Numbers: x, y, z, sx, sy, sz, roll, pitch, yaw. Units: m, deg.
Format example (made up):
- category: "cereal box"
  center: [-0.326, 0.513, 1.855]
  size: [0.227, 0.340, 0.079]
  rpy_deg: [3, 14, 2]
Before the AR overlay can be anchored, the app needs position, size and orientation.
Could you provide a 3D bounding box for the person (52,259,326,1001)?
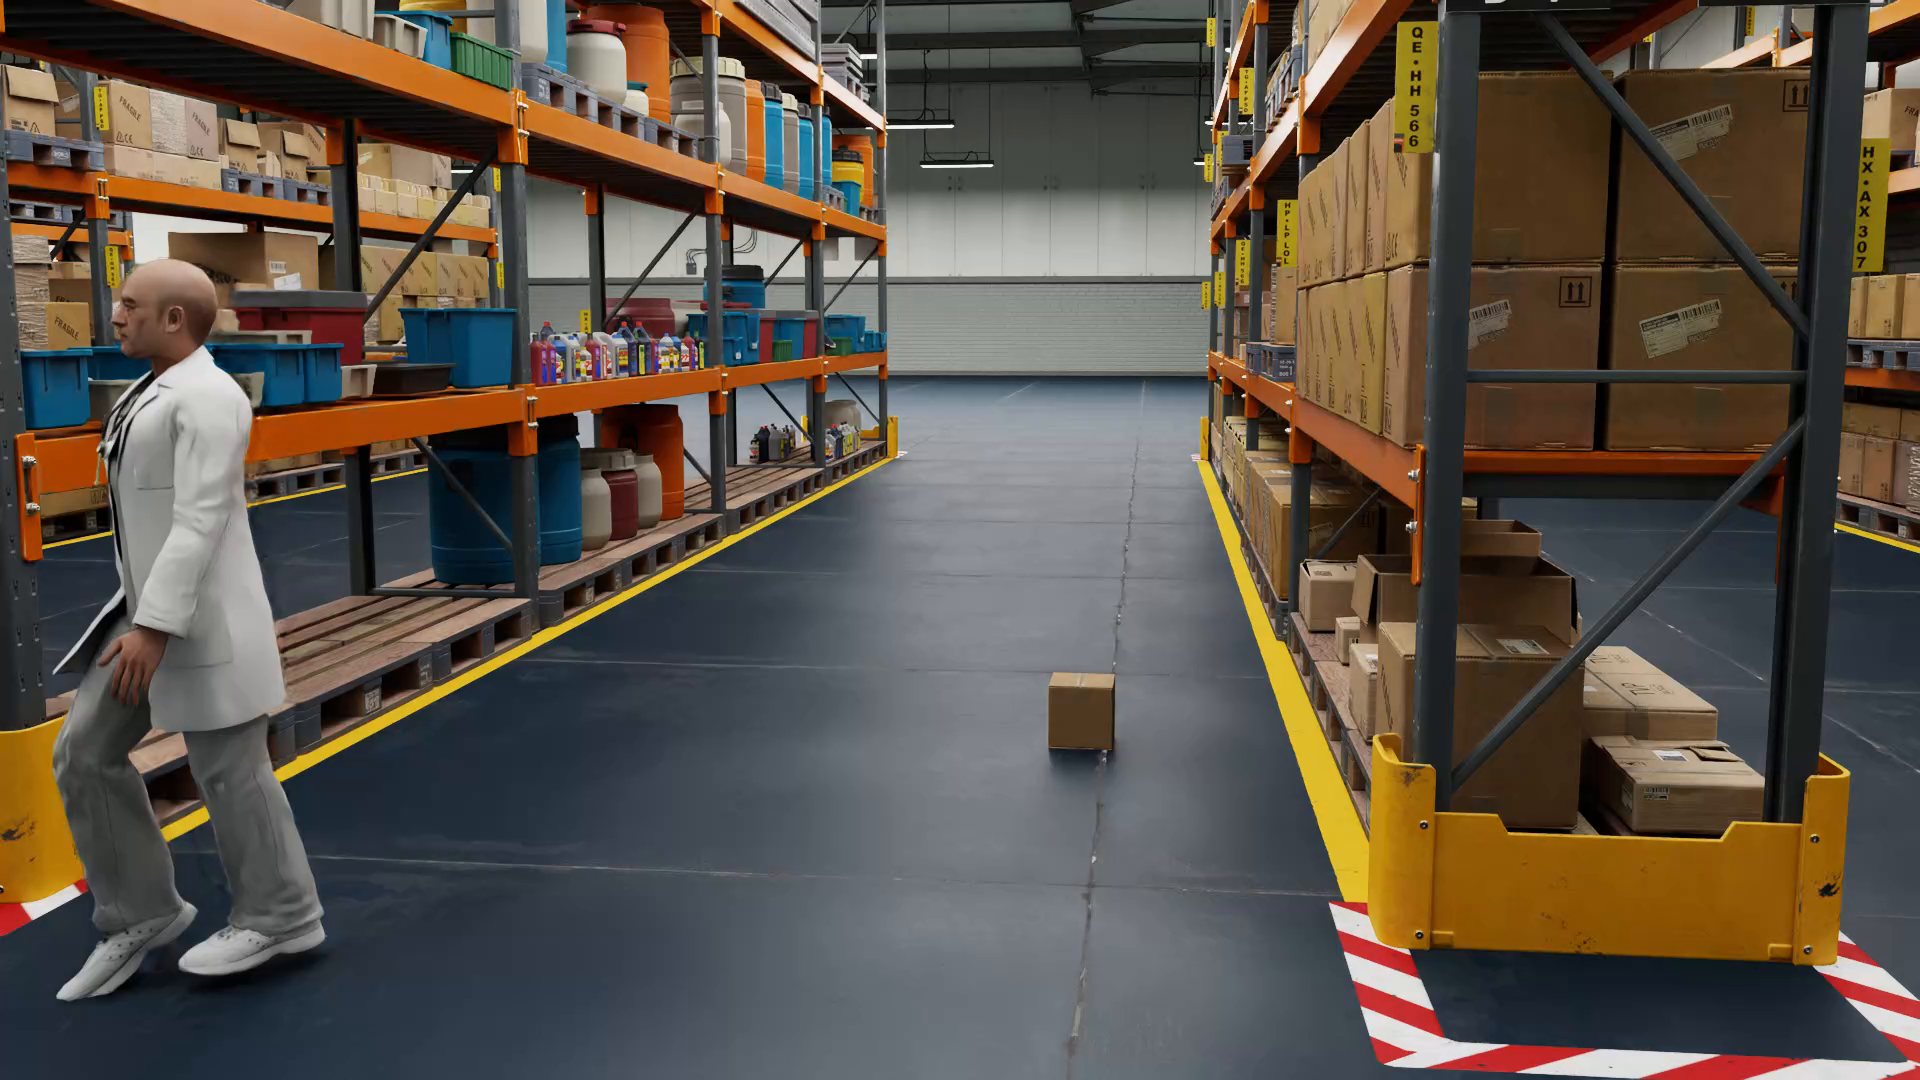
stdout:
- category: "person"
  center: [-1.918, 0.237, 4.086]
  size: [0.608, 1.830, 0.588]
  rpy_deg: [-7, 10, -43]
